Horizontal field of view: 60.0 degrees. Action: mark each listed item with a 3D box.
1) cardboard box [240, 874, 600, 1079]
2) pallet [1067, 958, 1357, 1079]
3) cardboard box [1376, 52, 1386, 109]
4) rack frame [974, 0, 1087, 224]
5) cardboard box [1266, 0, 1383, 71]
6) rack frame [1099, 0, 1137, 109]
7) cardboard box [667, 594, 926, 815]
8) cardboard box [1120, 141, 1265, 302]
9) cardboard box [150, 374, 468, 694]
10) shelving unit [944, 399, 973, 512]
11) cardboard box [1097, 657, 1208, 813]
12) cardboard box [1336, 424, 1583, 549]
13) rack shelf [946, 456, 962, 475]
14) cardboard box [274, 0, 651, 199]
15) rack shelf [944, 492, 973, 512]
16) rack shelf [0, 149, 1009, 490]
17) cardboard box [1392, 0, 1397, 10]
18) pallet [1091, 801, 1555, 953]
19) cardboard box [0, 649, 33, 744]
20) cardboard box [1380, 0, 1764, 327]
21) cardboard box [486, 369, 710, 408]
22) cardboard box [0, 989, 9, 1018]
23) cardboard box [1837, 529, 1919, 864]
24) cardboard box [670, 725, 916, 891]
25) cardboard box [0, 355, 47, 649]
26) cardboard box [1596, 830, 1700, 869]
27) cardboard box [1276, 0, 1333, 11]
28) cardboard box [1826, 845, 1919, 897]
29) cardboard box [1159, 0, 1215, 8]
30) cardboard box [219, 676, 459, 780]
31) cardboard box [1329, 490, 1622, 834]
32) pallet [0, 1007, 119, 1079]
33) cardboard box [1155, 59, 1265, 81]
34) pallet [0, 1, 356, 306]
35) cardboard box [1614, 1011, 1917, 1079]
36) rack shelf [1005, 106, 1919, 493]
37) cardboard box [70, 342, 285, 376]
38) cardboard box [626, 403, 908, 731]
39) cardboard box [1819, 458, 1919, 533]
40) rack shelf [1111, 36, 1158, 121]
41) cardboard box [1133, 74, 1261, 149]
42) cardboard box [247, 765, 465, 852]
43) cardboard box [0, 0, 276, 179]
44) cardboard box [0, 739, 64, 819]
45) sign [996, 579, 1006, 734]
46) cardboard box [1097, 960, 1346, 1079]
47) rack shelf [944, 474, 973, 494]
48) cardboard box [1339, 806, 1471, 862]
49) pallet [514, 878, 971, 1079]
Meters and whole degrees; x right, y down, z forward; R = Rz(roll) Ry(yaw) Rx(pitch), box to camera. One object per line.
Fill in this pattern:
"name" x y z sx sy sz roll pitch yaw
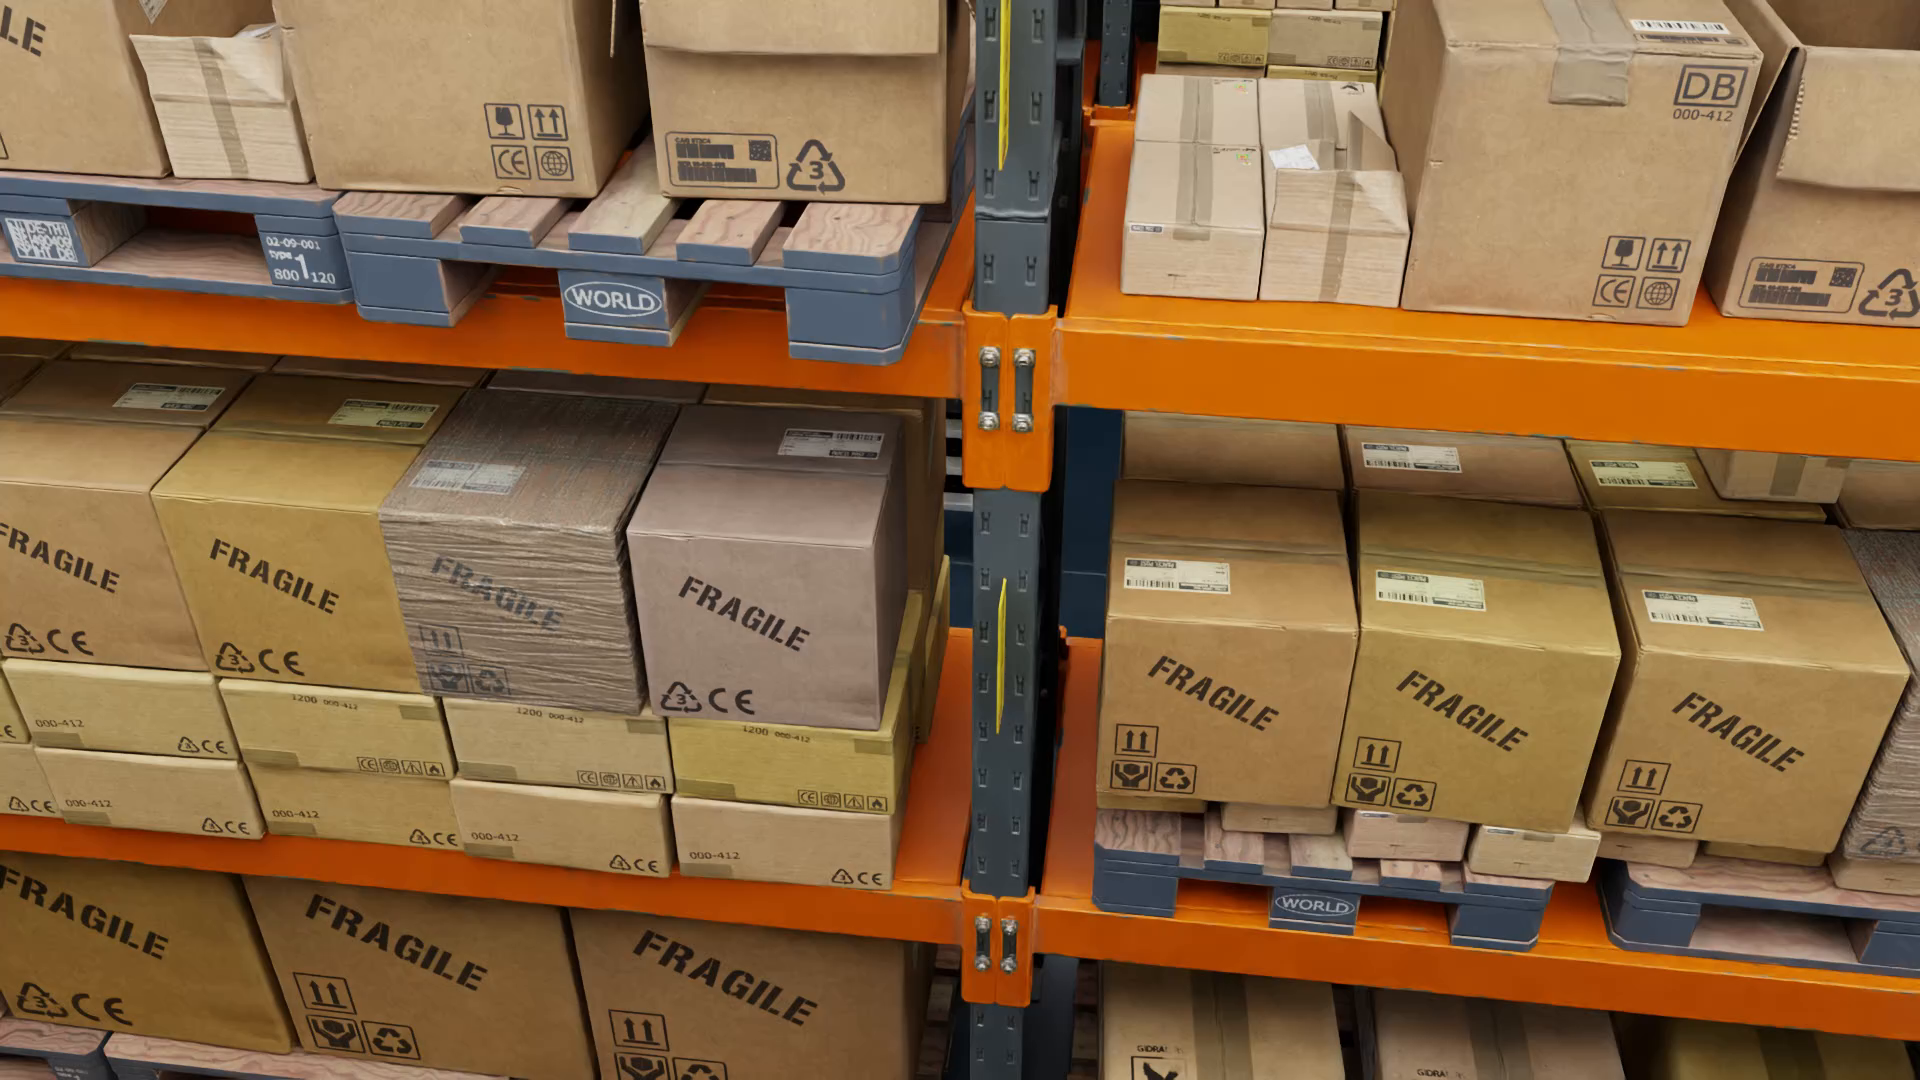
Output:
"cardboard box" -1.408 0.914 4.855 0.875 0.875 0.875 5 36 7
"pallet" 0.925 1.581 4.853 1.213 0.211 1.003 4 36 6
"cardboard box" 2.198 -2.164 7.829 0.500 0.250 0.500 3 36 4
"rack frame" 0.150 -2.055 2.382 0.127 3.000 1.000 4 36 6
"cardboard box" 1.684 -2.404 7.735 0.500 0.250 0.500 5 36 7
"rack frame" 0.779 -2.473 8.133 0.127 3.000 1.000 4 36 6
"cardboard box" -0.363 0.355 3.869 0.500 0.250 0.500 4 36 6
"cardboard box" 0.441 -0.610 3.157 0.250 0.149 0.380 4 36 6
"cardboard box" -1.398 -0.022 3.752 0.500 0.500 0.500 4 36 6
"shelving unit" -0.008 -0.367 6.989 0.210 0.900 0.258 4 36 6
"cardboard box" 0.449 0.450 3.892 0.250 0.149 0.380 2 36 3
"cardboard box" 1.151 -0.040 4.020 0.500 0.500 0.500 4 36 5
"rack shelf" -0.008 -0.340 7.009 0.200 0.077 0.258 4 36 6
"cardboard box" -0.856 -1.009 3.052 0.500 0.500 0.700 3 36 4
"rack shelf" -0.008 -0.193 7.113 0.200 0.077 0.258 4 36 6
"rack shelf" -1.833 -0.689 3.670 4.000 0.370 1.077 4 36 6
"cardboard box" 2.094 -2.548 7.593 0.250 0.149 0.380 5 36 6
"pallet" 0.871 0.457 4.193 1.003 0.211 1.213 4 36 6
"cardboard box" -2.399 0.219 4.060 0.500 0.250 0.500 5 36 7
"cardboard box" 1.089 -0.798 3.118 0.500 0.500 0.700 4 36 6
"cardboard box" -0.801 -0.269 4.098 0.500 0.500 0.500 4 36 6
"cardboard box" -3.192 0.785 5.035 0.875 0.875 0.875 5 36 7
"cardboard box" 2.107 0.333 3.498 0.500 0.500 0.500 3 36 4
"cardboard box" -0.384 0.561 4.012 0.500 0.250 0.500 3 36 4
"cardboard box" -2.412 -0.098 3.858 0.500 0.500 0.500 3 36 5
"cardboard box" 1.510 0.542 3.763 0.250 0.149 0.380 6 36 9
"cardboard box" 1.580 -2.561 7.612 0.250 0.149 0.380 5 36 7
"cardboard box" 2.046 0.597 3.686 0.250 0.149 0.380 5 36 7
"cardboard box" 1.057 -2.584 7.645 0.250 0.149 0.380 5 36 7
"cardboard box" -1.382 0.293 3.955 0.500 0.250 0.500 3 36 5
"cardboard box" 1.085 0.256 3.606 0.500 0.500 0.500 6 36 8
"pallet" -3.042 1.240 5.331 1.213 0.211 1.003 4 36 6
"cardboard box" 1.188 -2.238 7.933 0.500 0.250 0.500 4 36 6
"pallet" -1.605 -0.855 3.446 1.213 0.211 1.003 6 36 8
"cardboard box" 2.194 1.443 4.547 0.625 0.372 0.950 5 36 8
"rack shelf" 2.134 -0.393 3.255 4.000 0.370 1.077 4 36 6
"cardboard box" -1.812 -0.355 4.219 0.500 0.500 0.500 5 36 7
"cardboard box" -0.396 0.052 3.648 0.500 0.500 0.500 3 36 5
"cardboard box" 2.193 0.038 3.912 0.500 0.500 0.500 3 36 4
"rack shelf" 2.762 -2.032 8.135 4.000 0.370 1.077 4 36 6
"cardboard box" 0.489 -0.829 3.464 0.250 0.149 0.380 4 36 6
"cardboard box" -1.391 0.485 4.117 0.500 0.250 0.500 4 36 5
"cardboard box" -1.635 -1.009 3.051 0.500 0.500 0.500 5 36 6
"cardboard box" -2.395 0.422 4.206 0.500 0.250 0.500 4 36 6
"sign" 0.083 0.236 3.340 0.005 0.325 0.100 4 36 6
"cardboard box" 0.709 1.334 4.700 0.625 0.372 0.950 2 36 3
"rack shelf" -0.008 -0.267 7.061 0.200 0.077 0.258 4 36 6
"cardboard box" 0.991 0.537 3.770 0.250 0.149 0.380 2 36 3
"pallet" -0.622 1.421 5.078 1.213 0.211 1.003 4 36 6
